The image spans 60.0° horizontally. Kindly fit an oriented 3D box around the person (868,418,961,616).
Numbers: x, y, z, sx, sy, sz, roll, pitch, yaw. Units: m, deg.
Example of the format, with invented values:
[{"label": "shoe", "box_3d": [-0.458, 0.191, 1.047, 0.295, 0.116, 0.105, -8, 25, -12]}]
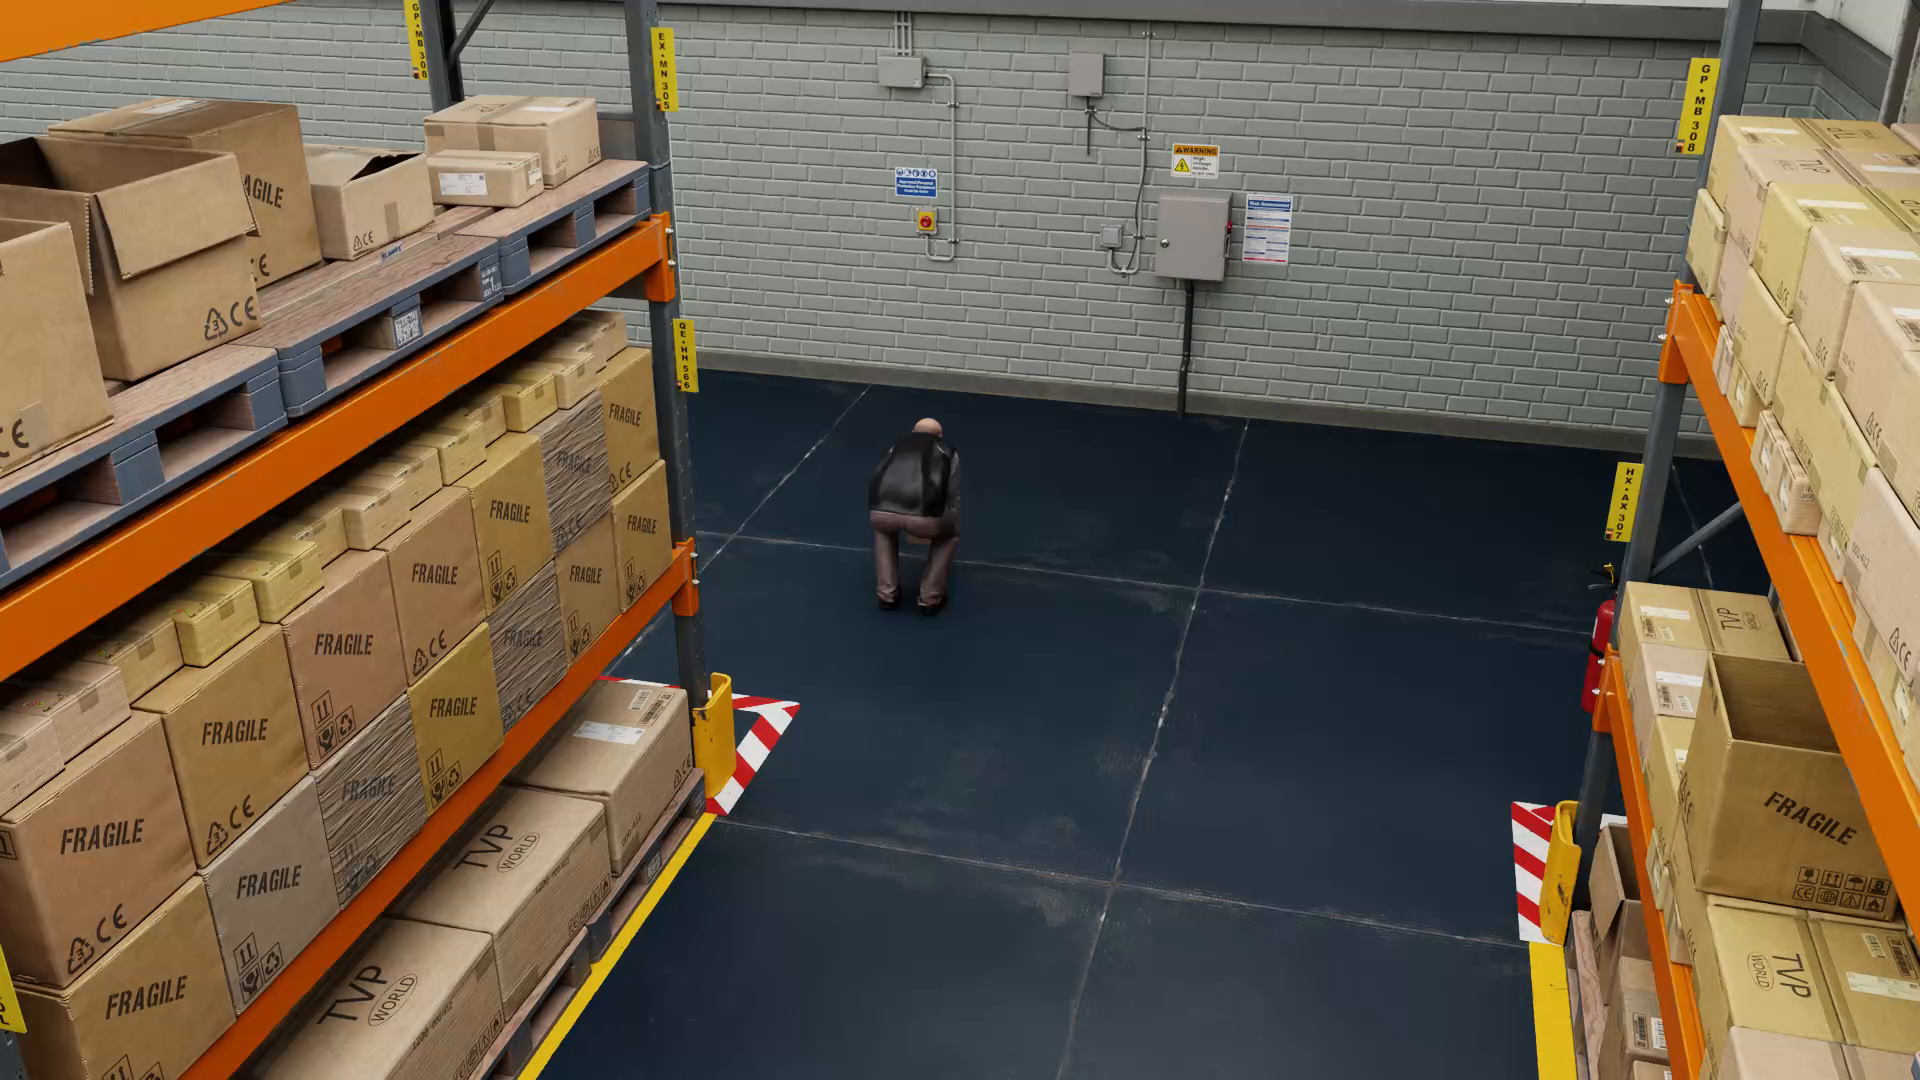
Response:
[{"label": "person", "box_3d": [-0.254, -0.138, 9.799, 0.518, 0.986, 0.945, 5, 26, 11]}]
